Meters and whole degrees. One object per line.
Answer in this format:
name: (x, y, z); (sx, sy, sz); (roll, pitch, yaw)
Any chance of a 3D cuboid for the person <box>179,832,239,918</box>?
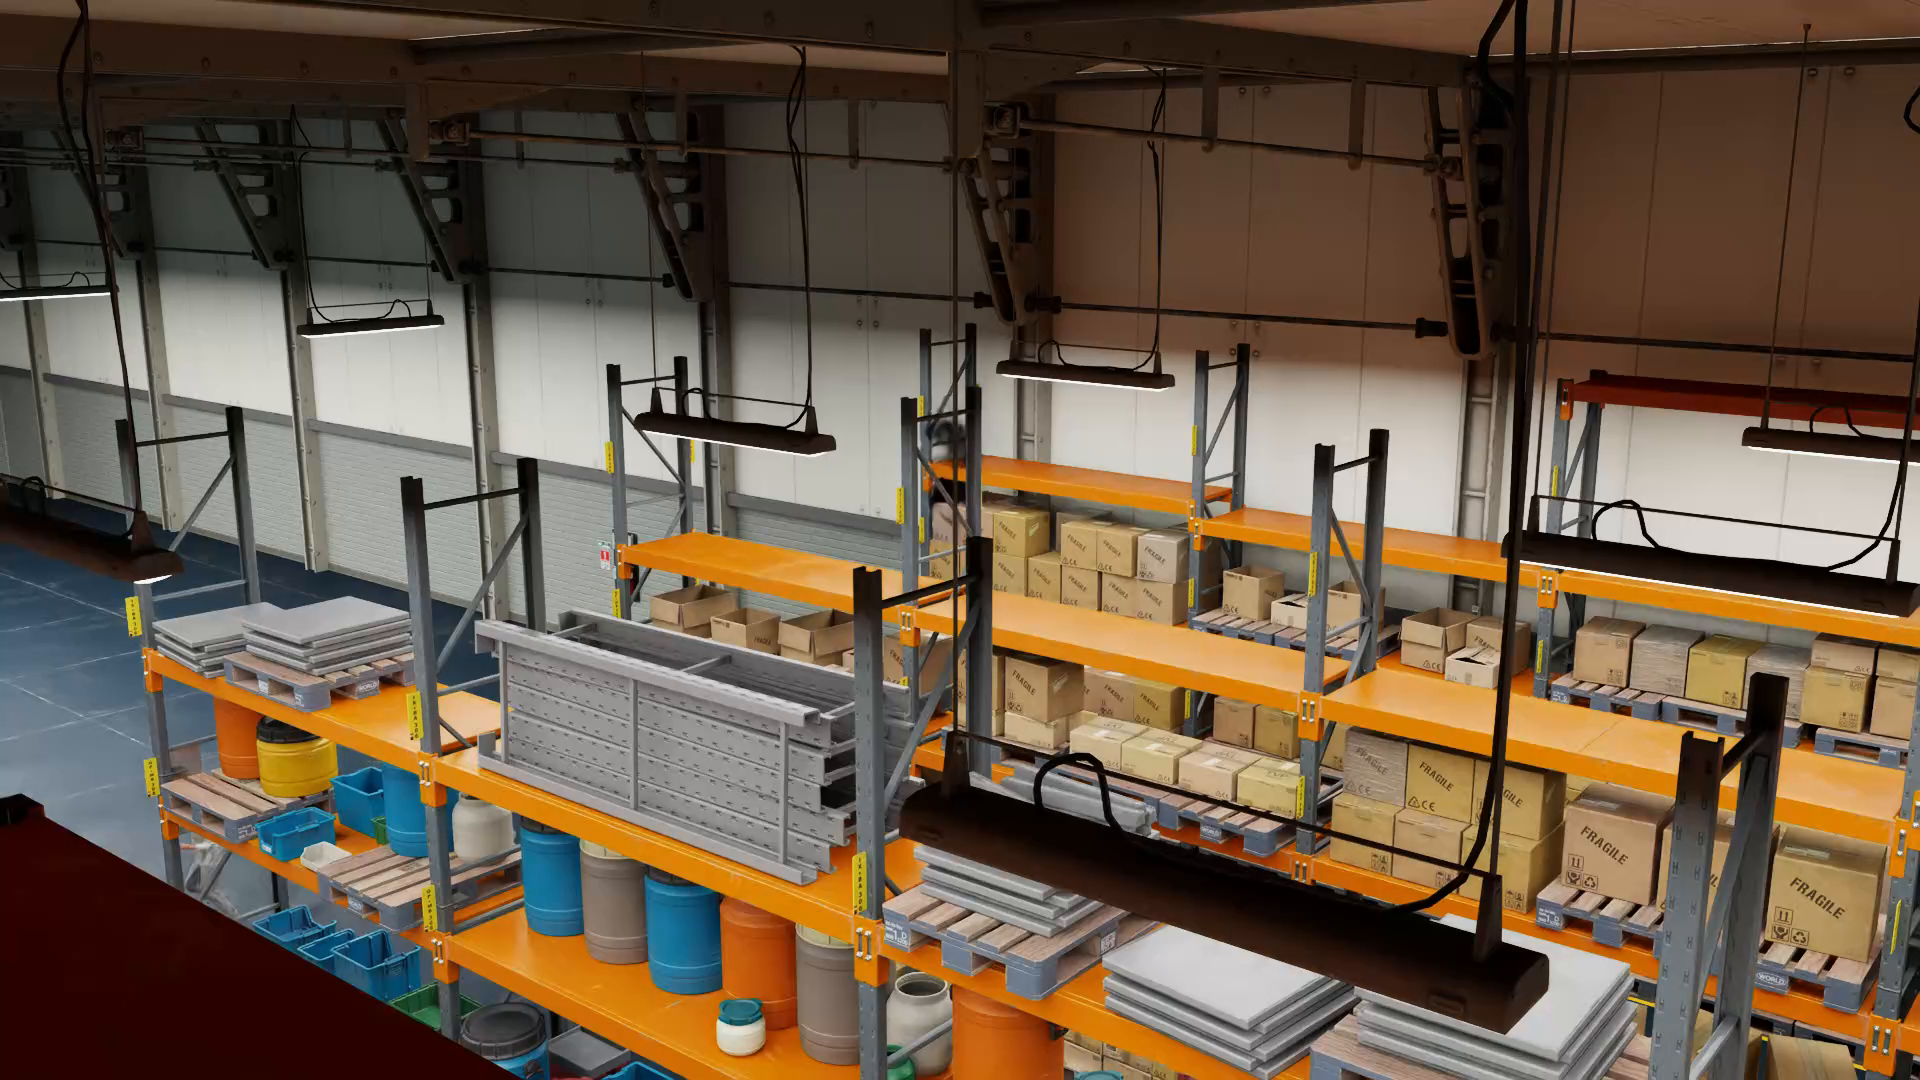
person: (-8.026, 3.397, 17.646); (0.569, 1.548, 0.525); (-7, 14, -27)
